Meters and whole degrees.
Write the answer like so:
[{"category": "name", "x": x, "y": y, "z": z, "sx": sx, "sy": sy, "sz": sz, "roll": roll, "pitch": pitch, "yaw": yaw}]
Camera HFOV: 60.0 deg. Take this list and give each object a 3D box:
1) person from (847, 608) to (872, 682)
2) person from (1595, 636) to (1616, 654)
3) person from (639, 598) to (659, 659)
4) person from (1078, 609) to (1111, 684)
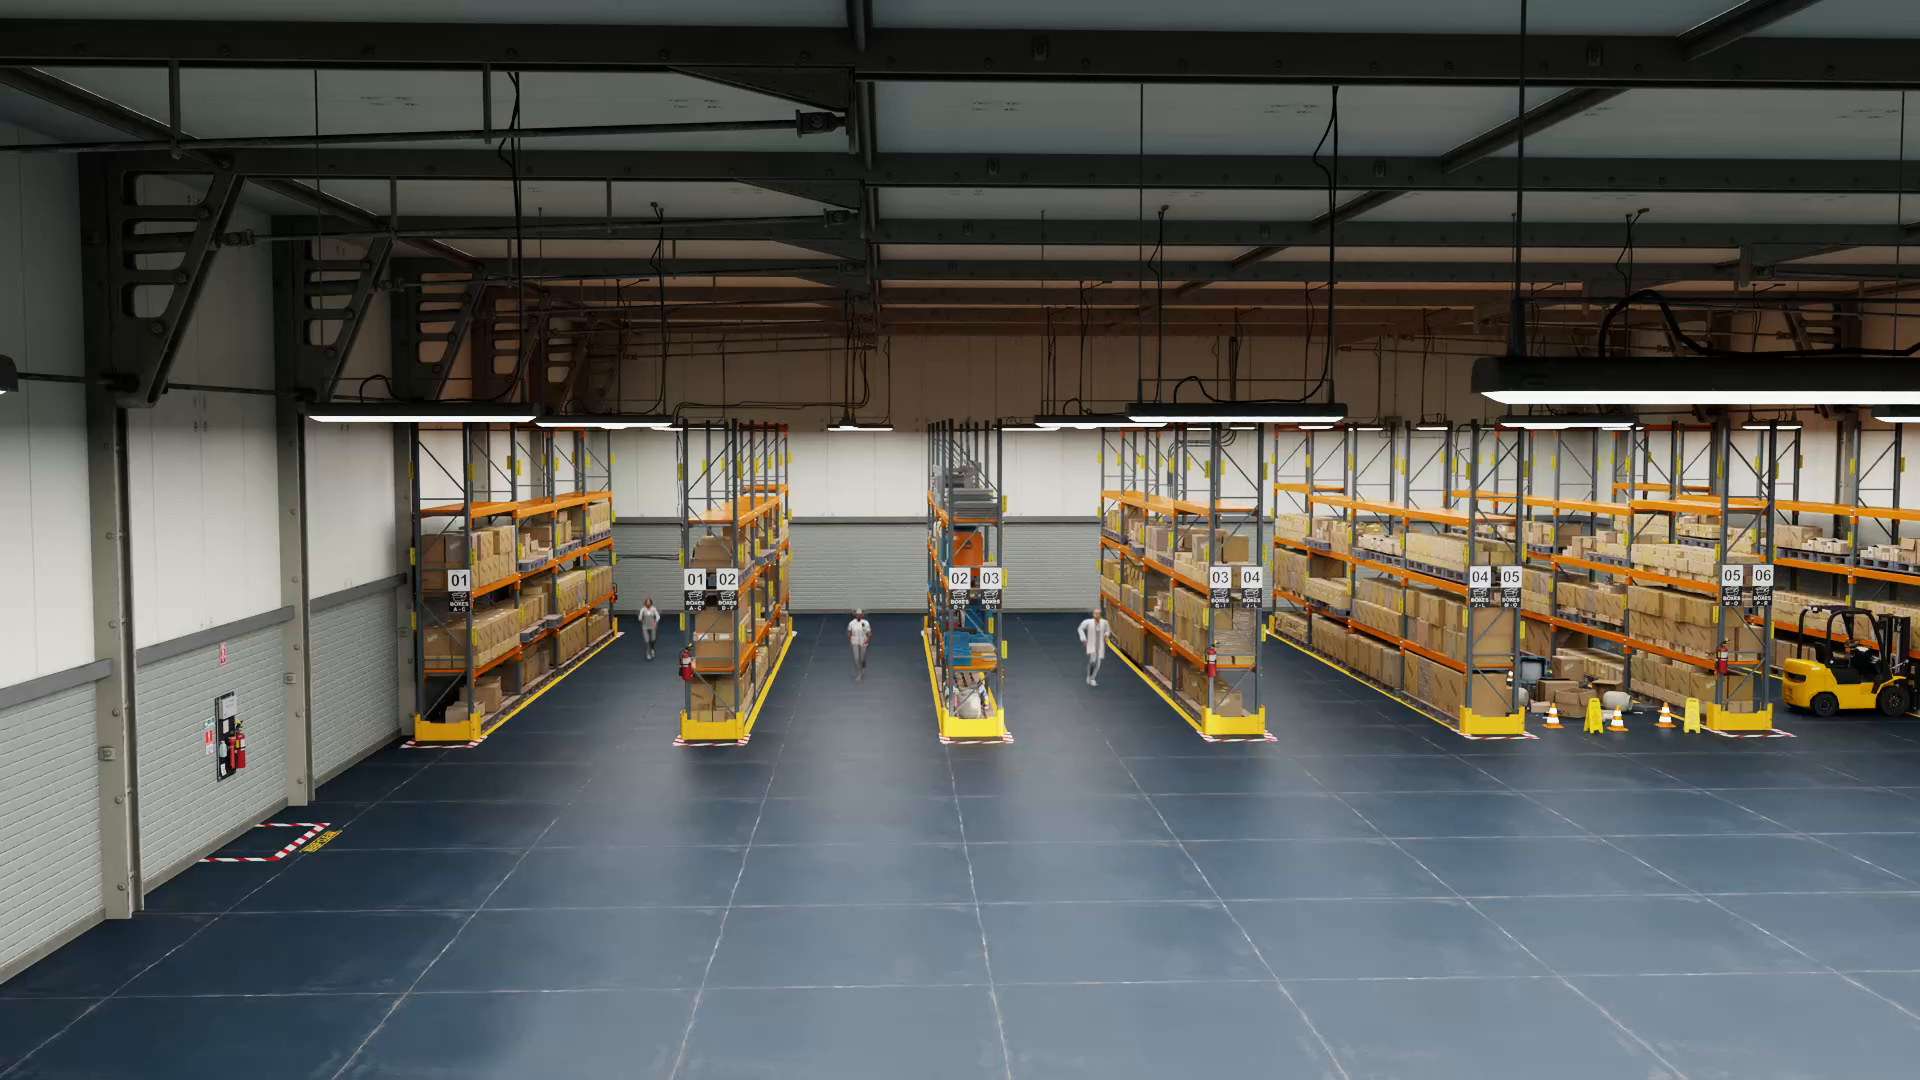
[{"category": "person", "x": -2.345, "y": 2.415, "z": 38.718, "sx": 0.590, "sy": 1.683, "sz": 0.743, "roll": 0, "pitch": 4, "yaw": -2}, {"category": "person", "x": 16.308, "y": 2.148, "z": 41.952, "sx": 0.677, "sy": 1.823, "sz": 0.738, "roll": -1, "pitch": 4, "yaw": -8}, {"category": "person", "x": -7.859, "y": 2.247, "z": 42.047, "sx": 0.523, "sy": 1.557, "sz": 0.534, "roll": -1, "pitch": 4, "yaw": -12}, {"category": "person", "x": 3.084, "y": 2.430, "z": 37.727, "sx": 0.705, "sy": 1.737, "sz": 0.709, "roll": -1, "pitch": 4, "yaw": -12}]
